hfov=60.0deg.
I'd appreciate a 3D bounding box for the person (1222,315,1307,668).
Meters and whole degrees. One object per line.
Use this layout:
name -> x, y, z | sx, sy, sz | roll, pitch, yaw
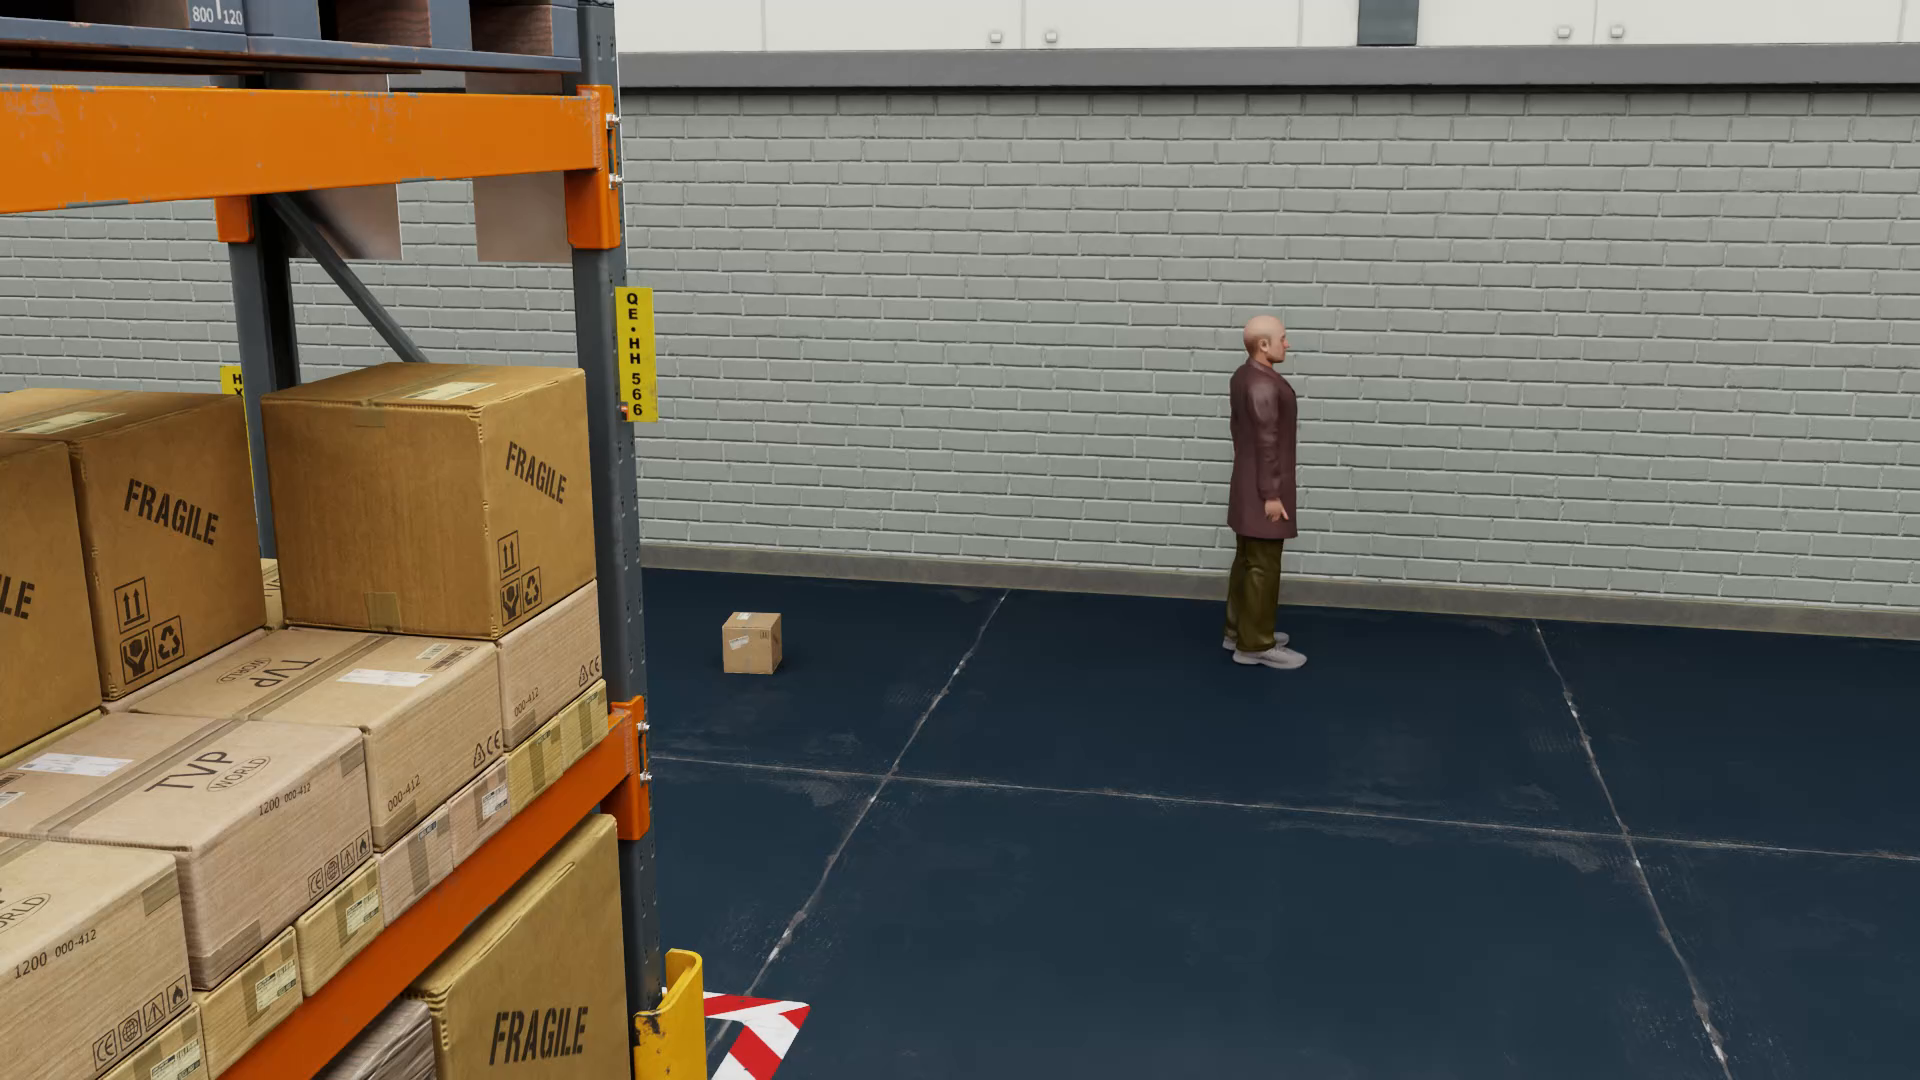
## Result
person -> 1.584, -0.261, 8.538 | 0.374, 1.783, 0.565 | -1, 14, -4
